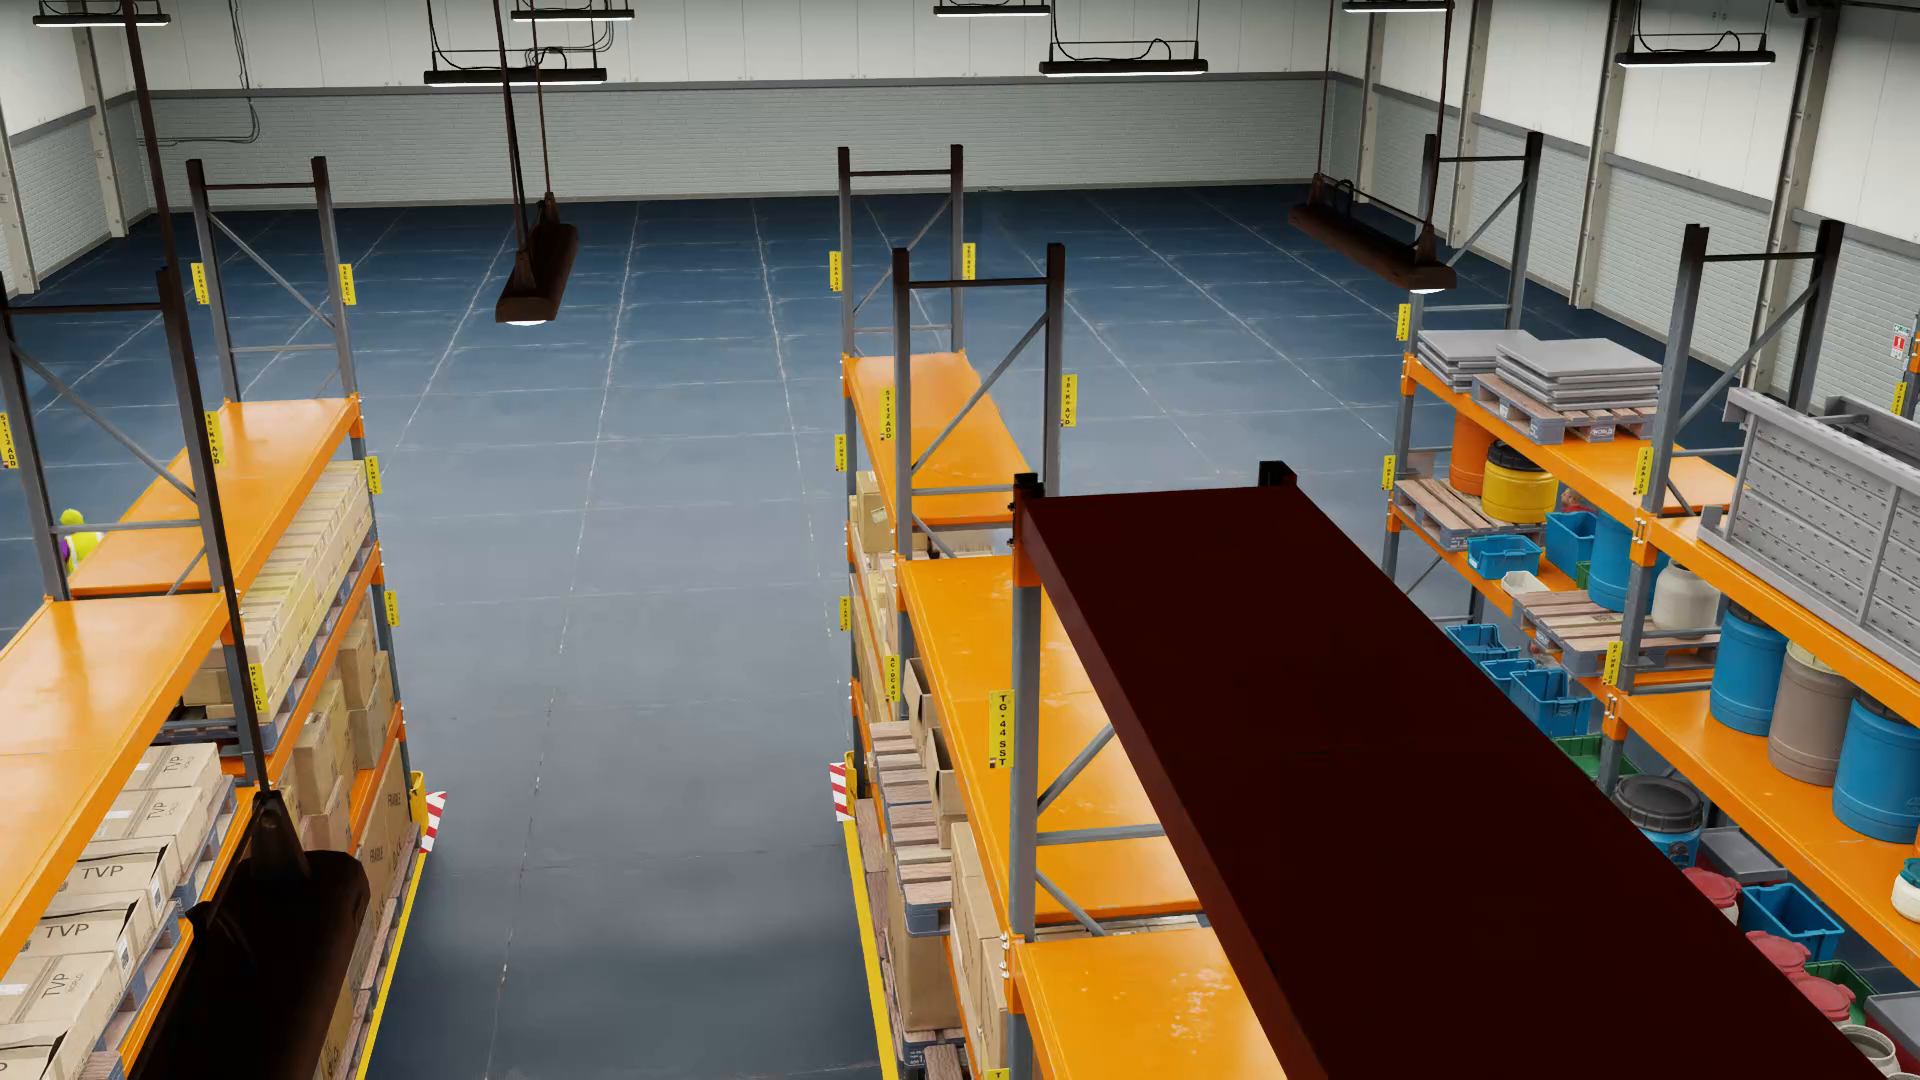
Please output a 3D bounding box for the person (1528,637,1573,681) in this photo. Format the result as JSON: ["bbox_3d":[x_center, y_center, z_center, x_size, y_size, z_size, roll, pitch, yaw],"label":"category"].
[{"bbox_3d":[5.745,1.268,16.058,0.713,1.843,0.823,-16,26,-34],"label":"person"}]

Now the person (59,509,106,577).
[{"bbox_3d":[-9.359,0.539,17.949,0.998,1.774,0.734,16,27,35],"label":"person"}]

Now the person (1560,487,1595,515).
[{"bbox_3d":[6.824,0.249,18.686,0.903,1.761,0.642,10,24,24],"label":"person"}]
